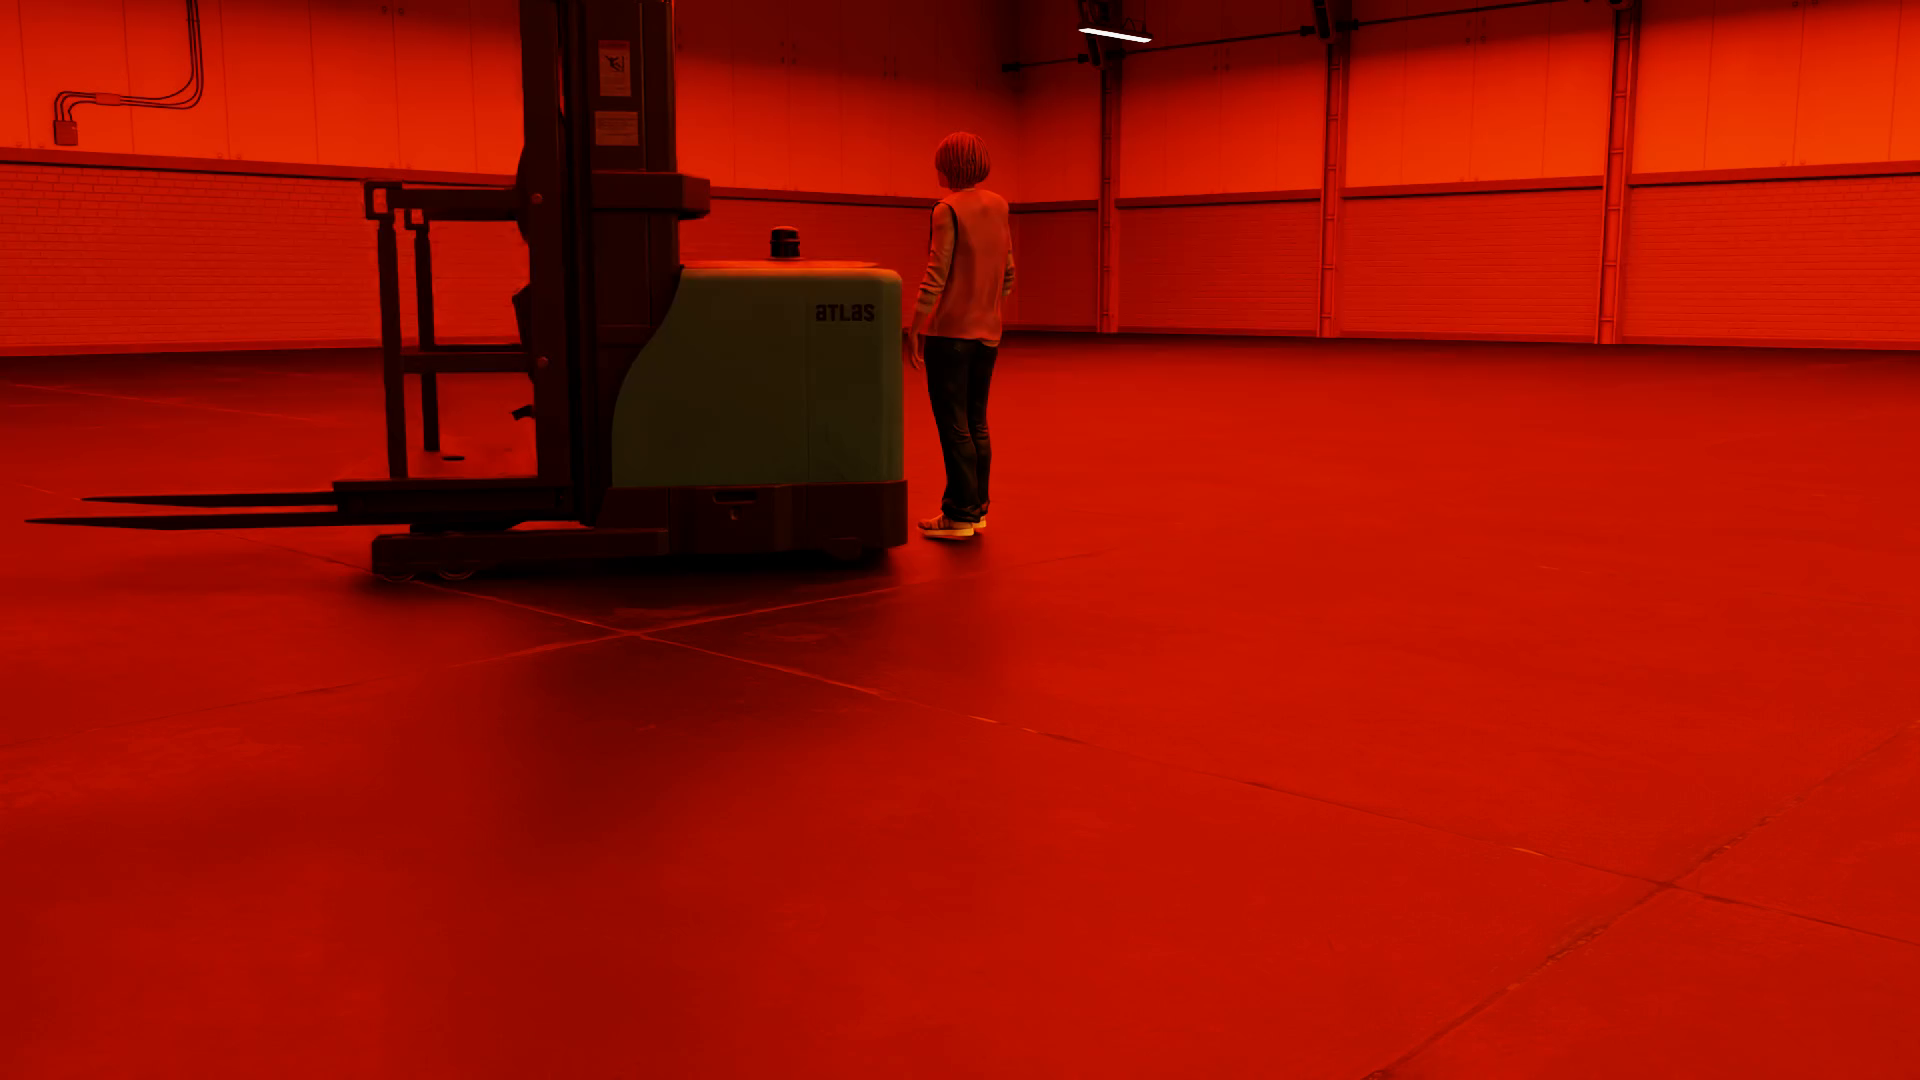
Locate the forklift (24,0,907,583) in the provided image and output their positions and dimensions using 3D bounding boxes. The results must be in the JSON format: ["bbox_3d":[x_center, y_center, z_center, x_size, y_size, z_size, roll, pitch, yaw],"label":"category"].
[{"bbox_3d":[-1.765,-1.387,6.082,3.031,2.935,1.130,-2,9,-11],"label":"forklift"}]

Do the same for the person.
[{"bbox_3d":[-0.043,-0.806,6.658,0.476,1.597,0.520,8,12,43],"label":"person"}]
